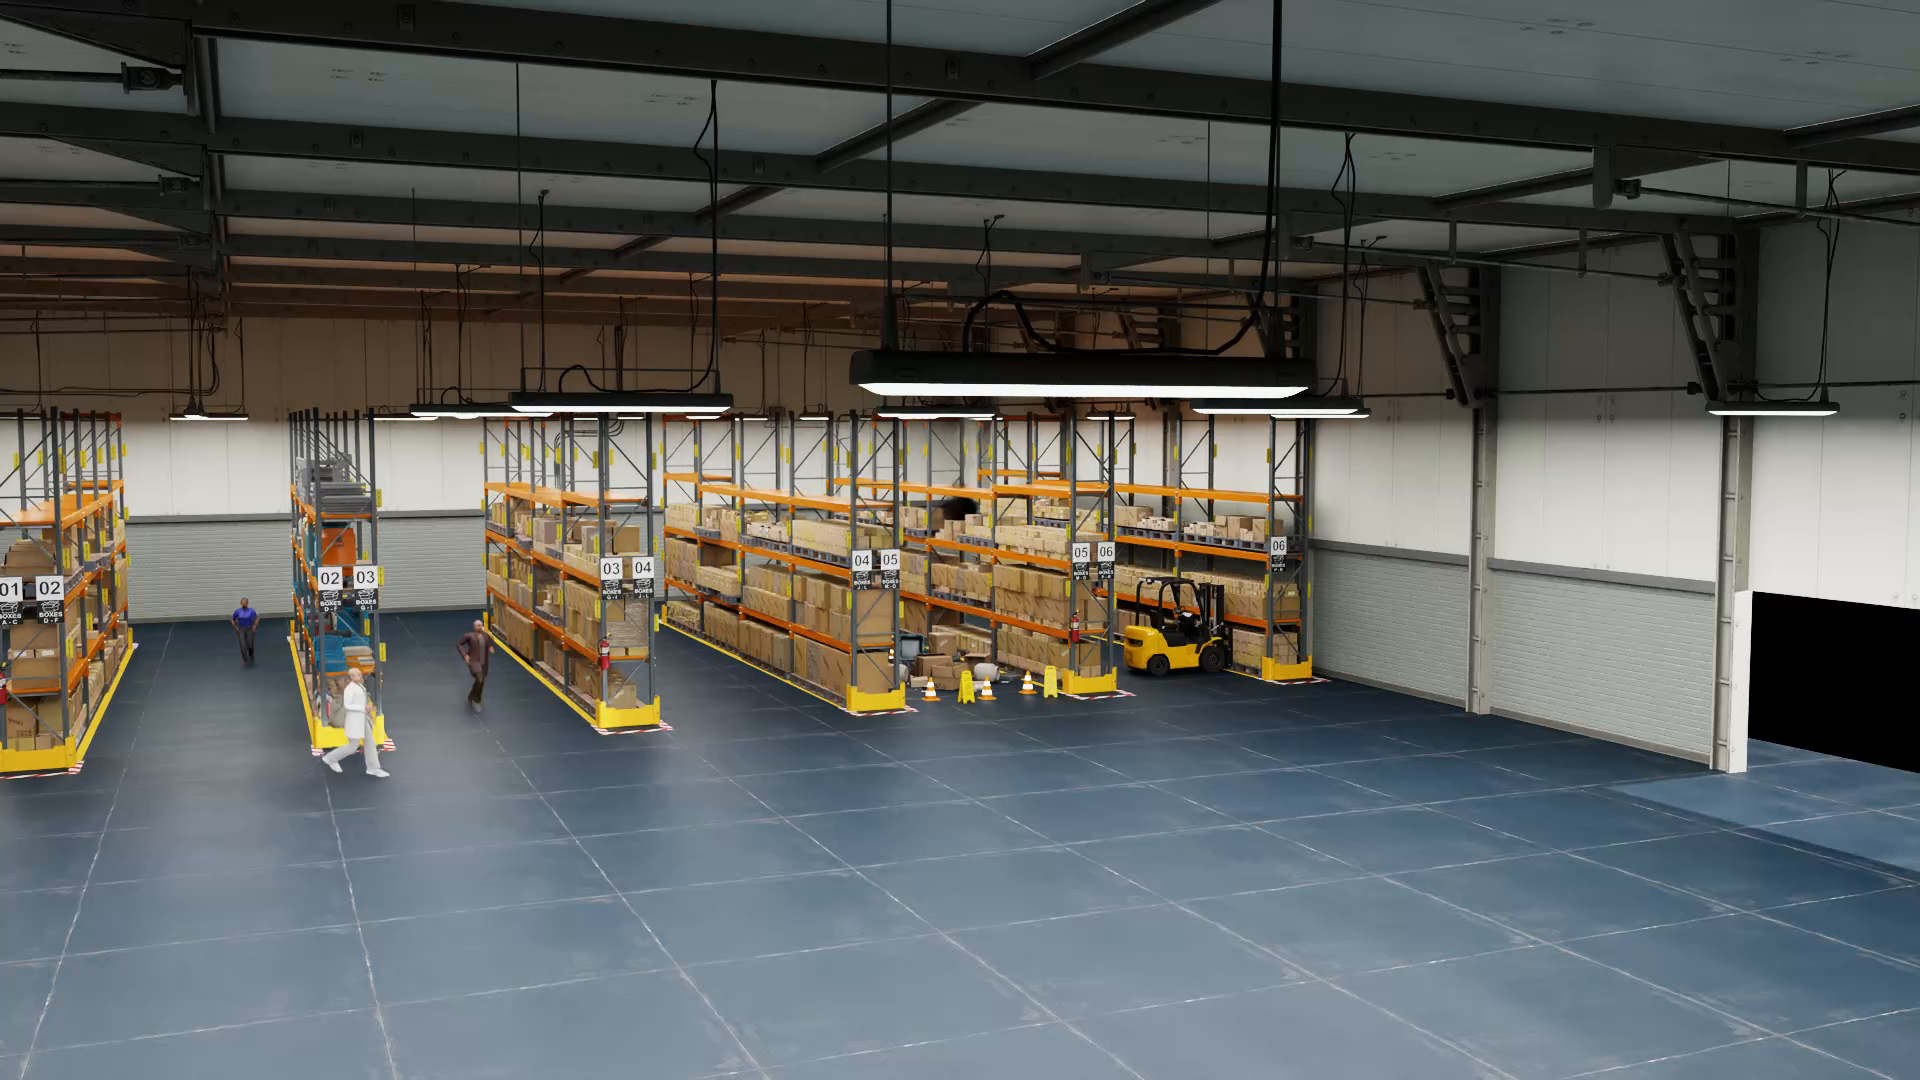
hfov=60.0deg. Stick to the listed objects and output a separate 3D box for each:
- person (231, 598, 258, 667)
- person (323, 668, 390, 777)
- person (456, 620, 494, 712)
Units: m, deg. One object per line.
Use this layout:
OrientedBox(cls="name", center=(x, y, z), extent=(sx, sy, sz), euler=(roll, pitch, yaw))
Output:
OrientedBox(cls="person", center=(-16.890, 2.172, 39.264), extent=(0.594, 1.627, 0.536), euler=(-2, 4, -23))
OrientedBox(cls="person", center=(-9.759, 2.951, 26.837), extent=(1.043, 1.790, 0.710), euler=(0, 4, 1))
OrientedBox(cls="person", center=(-9.629, 2.520, 33.249), extent=(0.829, 1.837, 0.681), euler=(3, 5, 39))
